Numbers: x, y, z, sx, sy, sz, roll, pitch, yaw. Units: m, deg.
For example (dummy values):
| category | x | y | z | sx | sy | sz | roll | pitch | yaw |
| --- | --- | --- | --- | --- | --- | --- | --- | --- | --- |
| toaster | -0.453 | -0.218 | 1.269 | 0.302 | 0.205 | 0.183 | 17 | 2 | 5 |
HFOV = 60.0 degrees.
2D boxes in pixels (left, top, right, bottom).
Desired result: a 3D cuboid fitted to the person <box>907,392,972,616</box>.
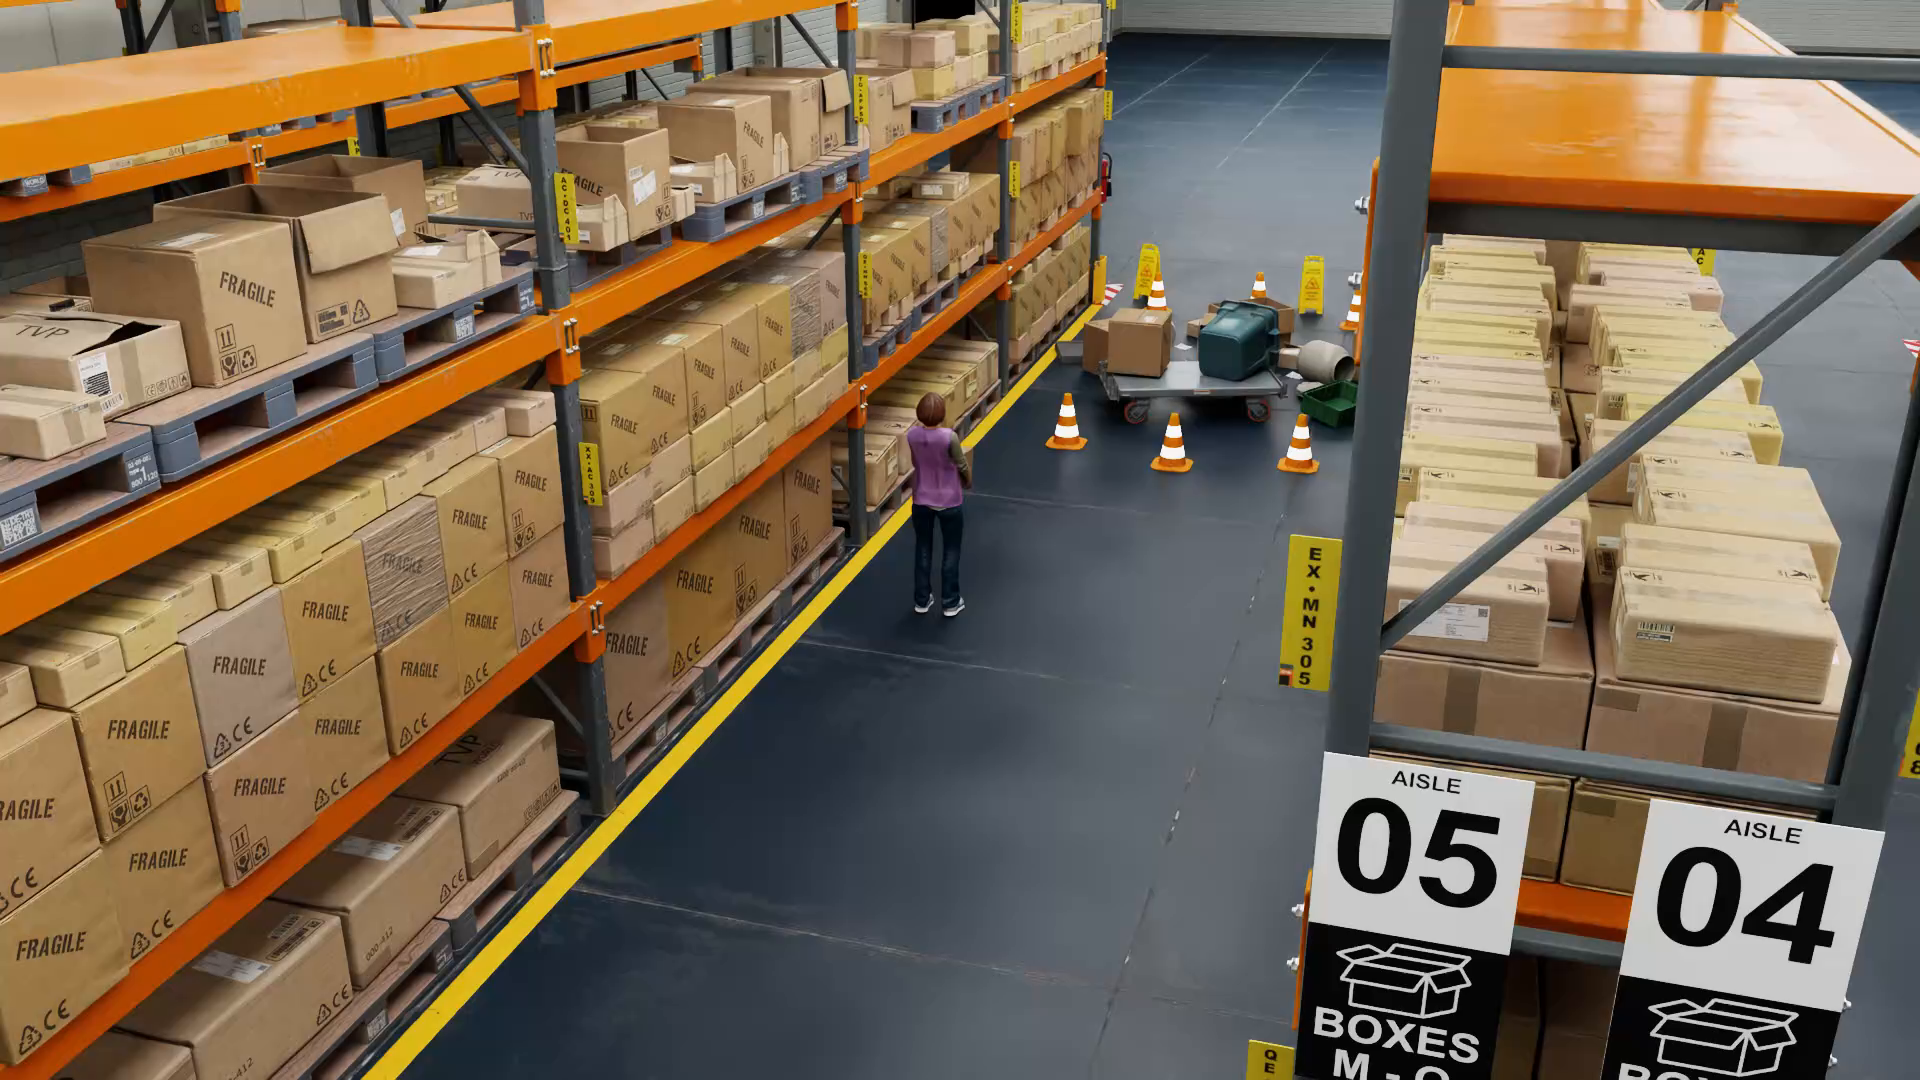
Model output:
| category | x | y | z | sx | sy | sz | roll | pitch | yaw |
| --- | --- | --- | --- | --- | --- | --- | --- | --- | --- |
| person | -0.131 | -0.276 | 11.285 | 0.404 | 1.590 | 0.497 | 7 | 23 | 16 |
